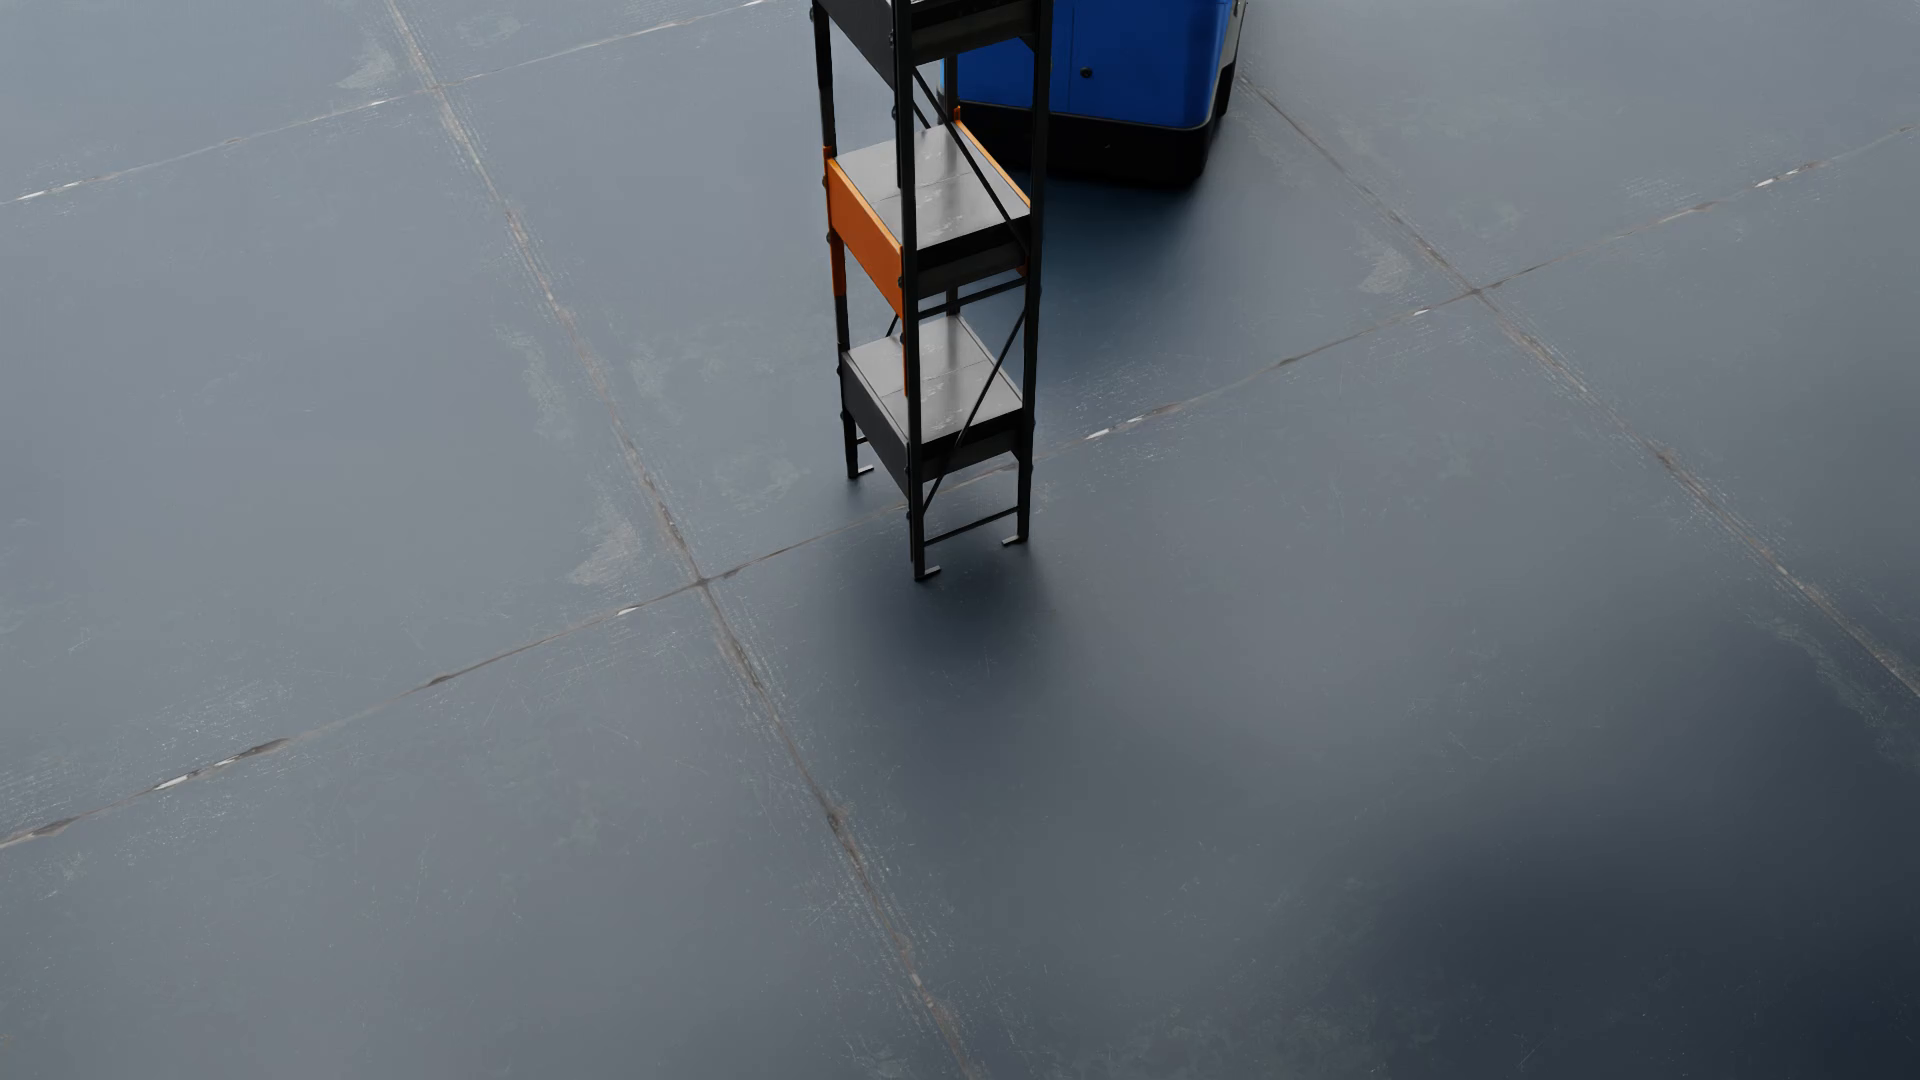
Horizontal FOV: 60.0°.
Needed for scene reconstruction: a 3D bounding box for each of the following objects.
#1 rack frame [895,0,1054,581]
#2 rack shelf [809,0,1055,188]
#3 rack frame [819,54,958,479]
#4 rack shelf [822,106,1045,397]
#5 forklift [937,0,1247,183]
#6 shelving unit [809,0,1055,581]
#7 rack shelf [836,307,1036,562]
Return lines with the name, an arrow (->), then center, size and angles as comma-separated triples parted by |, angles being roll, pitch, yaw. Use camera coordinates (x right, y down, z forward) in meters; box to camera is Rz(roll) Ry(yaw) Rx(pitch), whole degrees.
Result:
rack frame -> 0.036, -0.639, 4.414 | 0.400, 2.100, 0.015 | -21, 52, -18
rack shelf -> -0.076, -1.254, 4.040 | 0.431, 0.518, 0.480 | -21, 52, -18
rack frame -> -0.187, -0.965, 4.699 | 0.400, 2.100, 0.015 | -21, 52, -18
rack shelf -> -0.076, -0.793, 4.567 | 0.431, 0.518, 0.480 | -21, 52, -18
forklift -> 0.737, -3.461, 6.330 | 1.130, 2.935, 3.031 | 10, 50, 8
shelving unit -> -0.076, -0.802, 4.557 | 0.431, 2.100, 0.503 | -21, 52, -18
rack shelf -> -0.076, -0.332, 5.094 | 0.431, 0.518, 0.480 | -21, 52, -18
